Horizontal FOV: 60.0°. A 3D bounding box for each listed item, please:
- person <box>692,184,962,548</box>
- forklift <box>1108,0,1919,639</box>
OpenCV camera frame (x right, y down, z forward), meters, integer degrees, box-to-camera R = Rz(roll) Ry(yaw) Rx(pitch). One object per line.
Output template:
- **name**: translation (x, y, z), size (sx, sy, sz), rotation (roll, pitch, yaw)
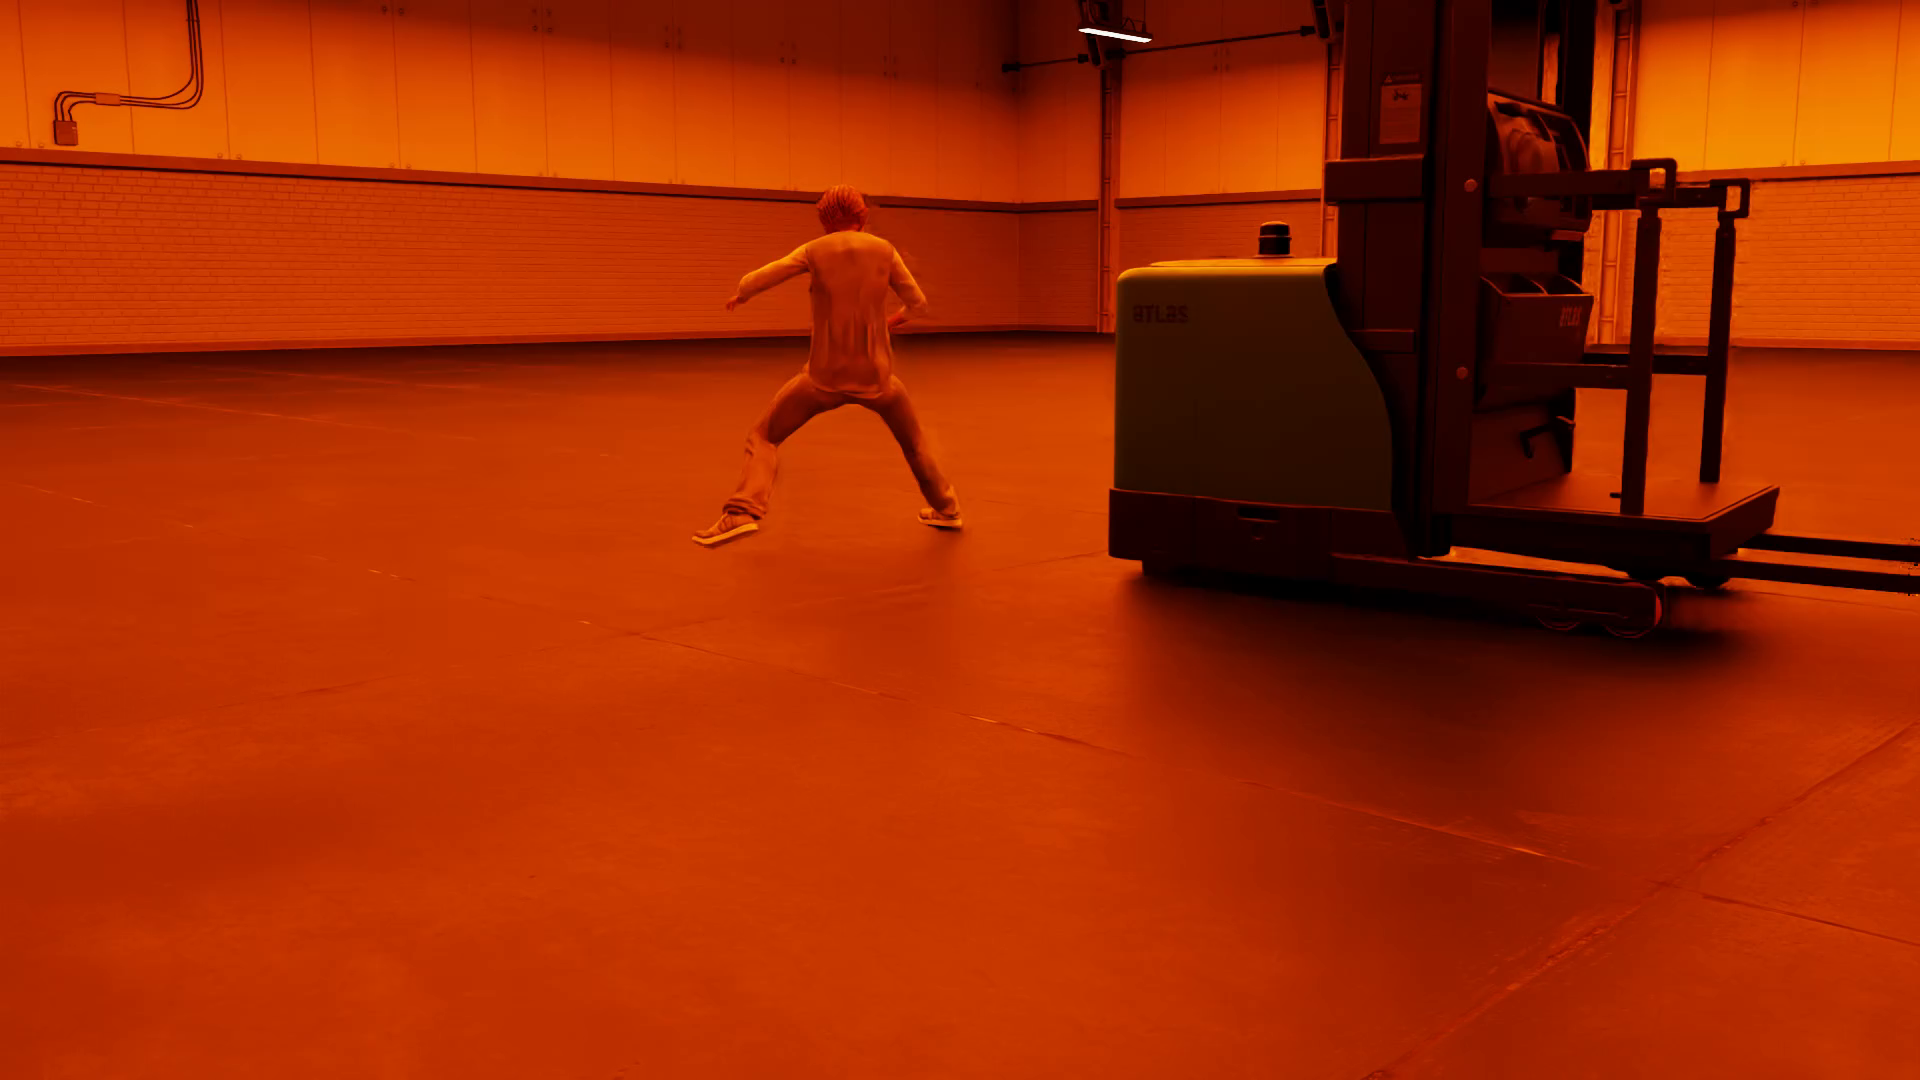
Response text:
- **person**: translation (-0.519, -0.702, 6.647), size (1.155, 1.408, 0.748), rotation (-2, 9, -13)
- **forklift**: translation (2.016, -1.252, 5.187), size (3.031, 2.935, 1.130), rotation (6, 11, 36)
